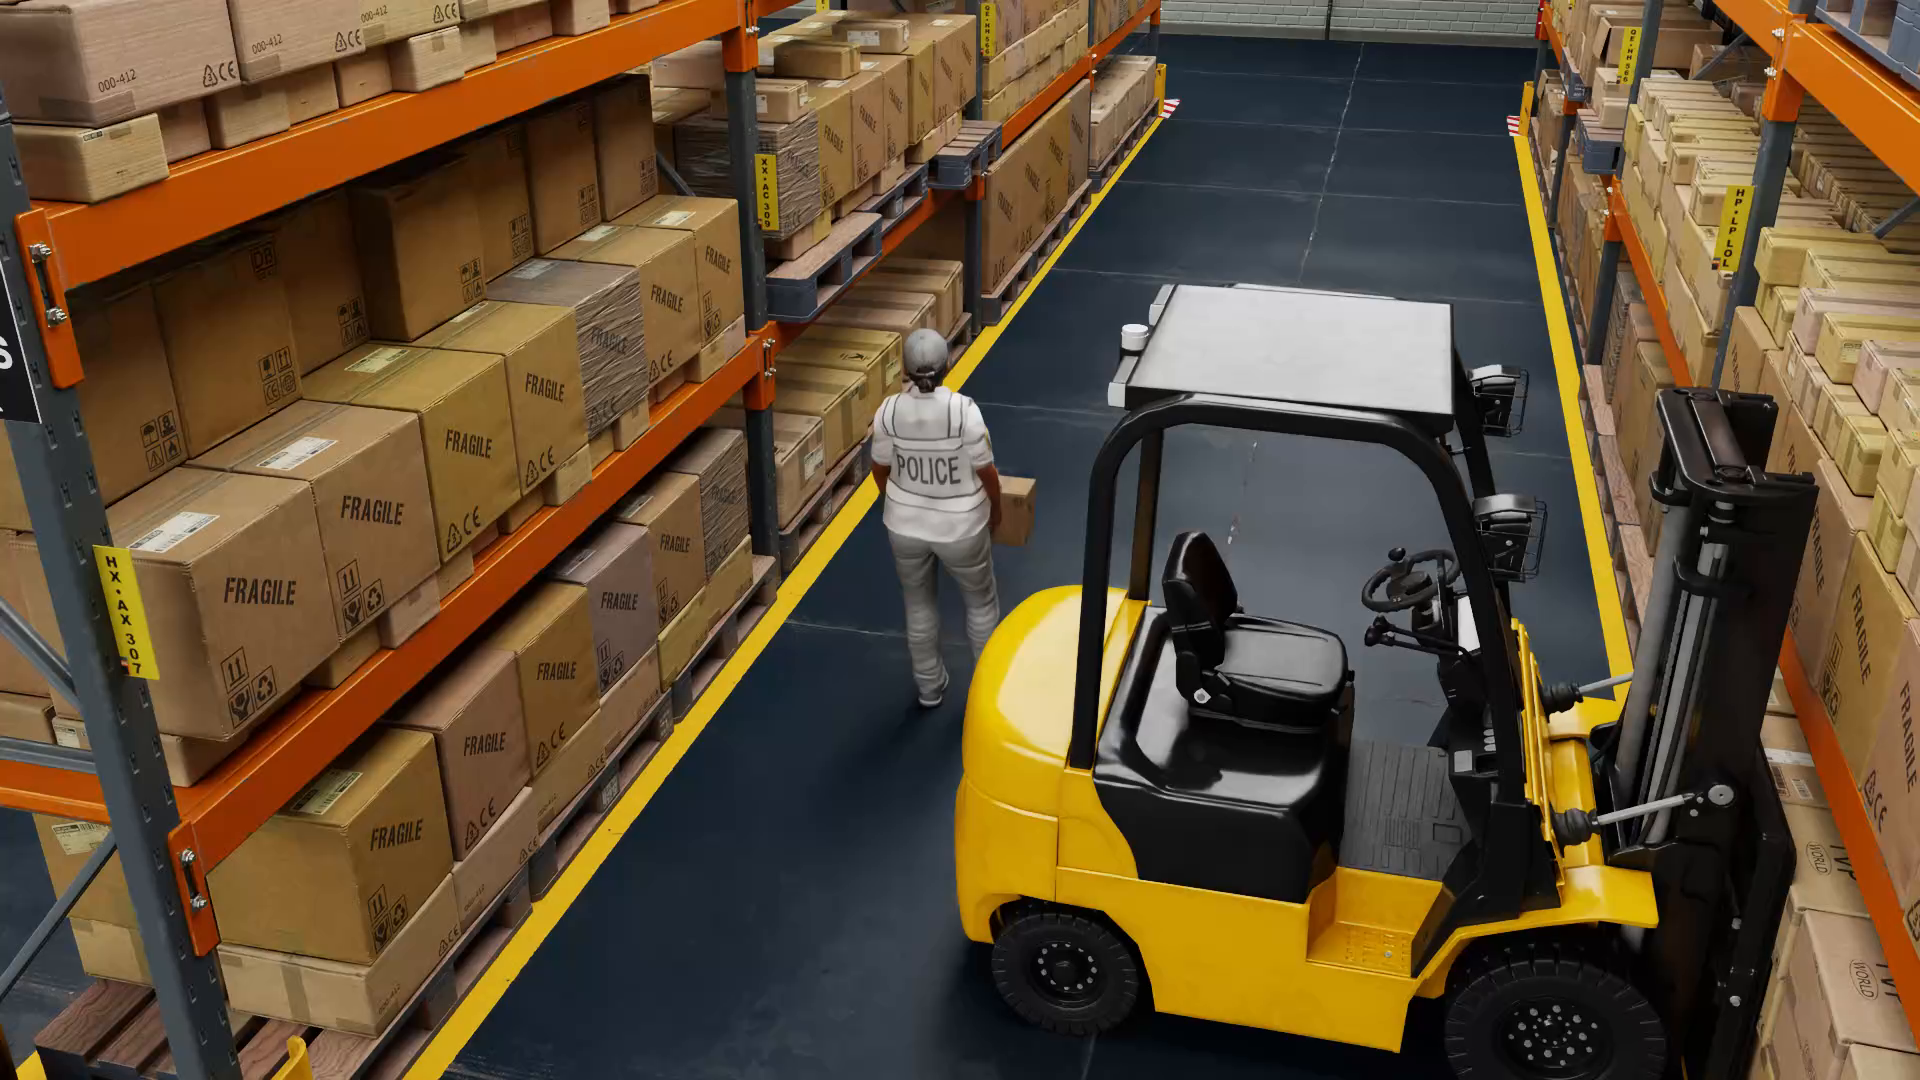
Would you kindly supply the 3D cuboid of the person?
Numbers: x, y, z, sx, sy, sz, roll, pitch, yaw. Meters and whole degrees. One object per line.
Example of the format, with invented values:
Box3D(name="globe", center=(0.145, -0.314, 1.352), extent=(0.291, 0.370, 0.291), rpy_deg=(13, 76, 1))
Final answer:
Box3D(name="person", center=(-0.052, -0.092, 6.777), extent=(0.575, 1.670, 0.523), rpy_deg=(6, 26, 12))
